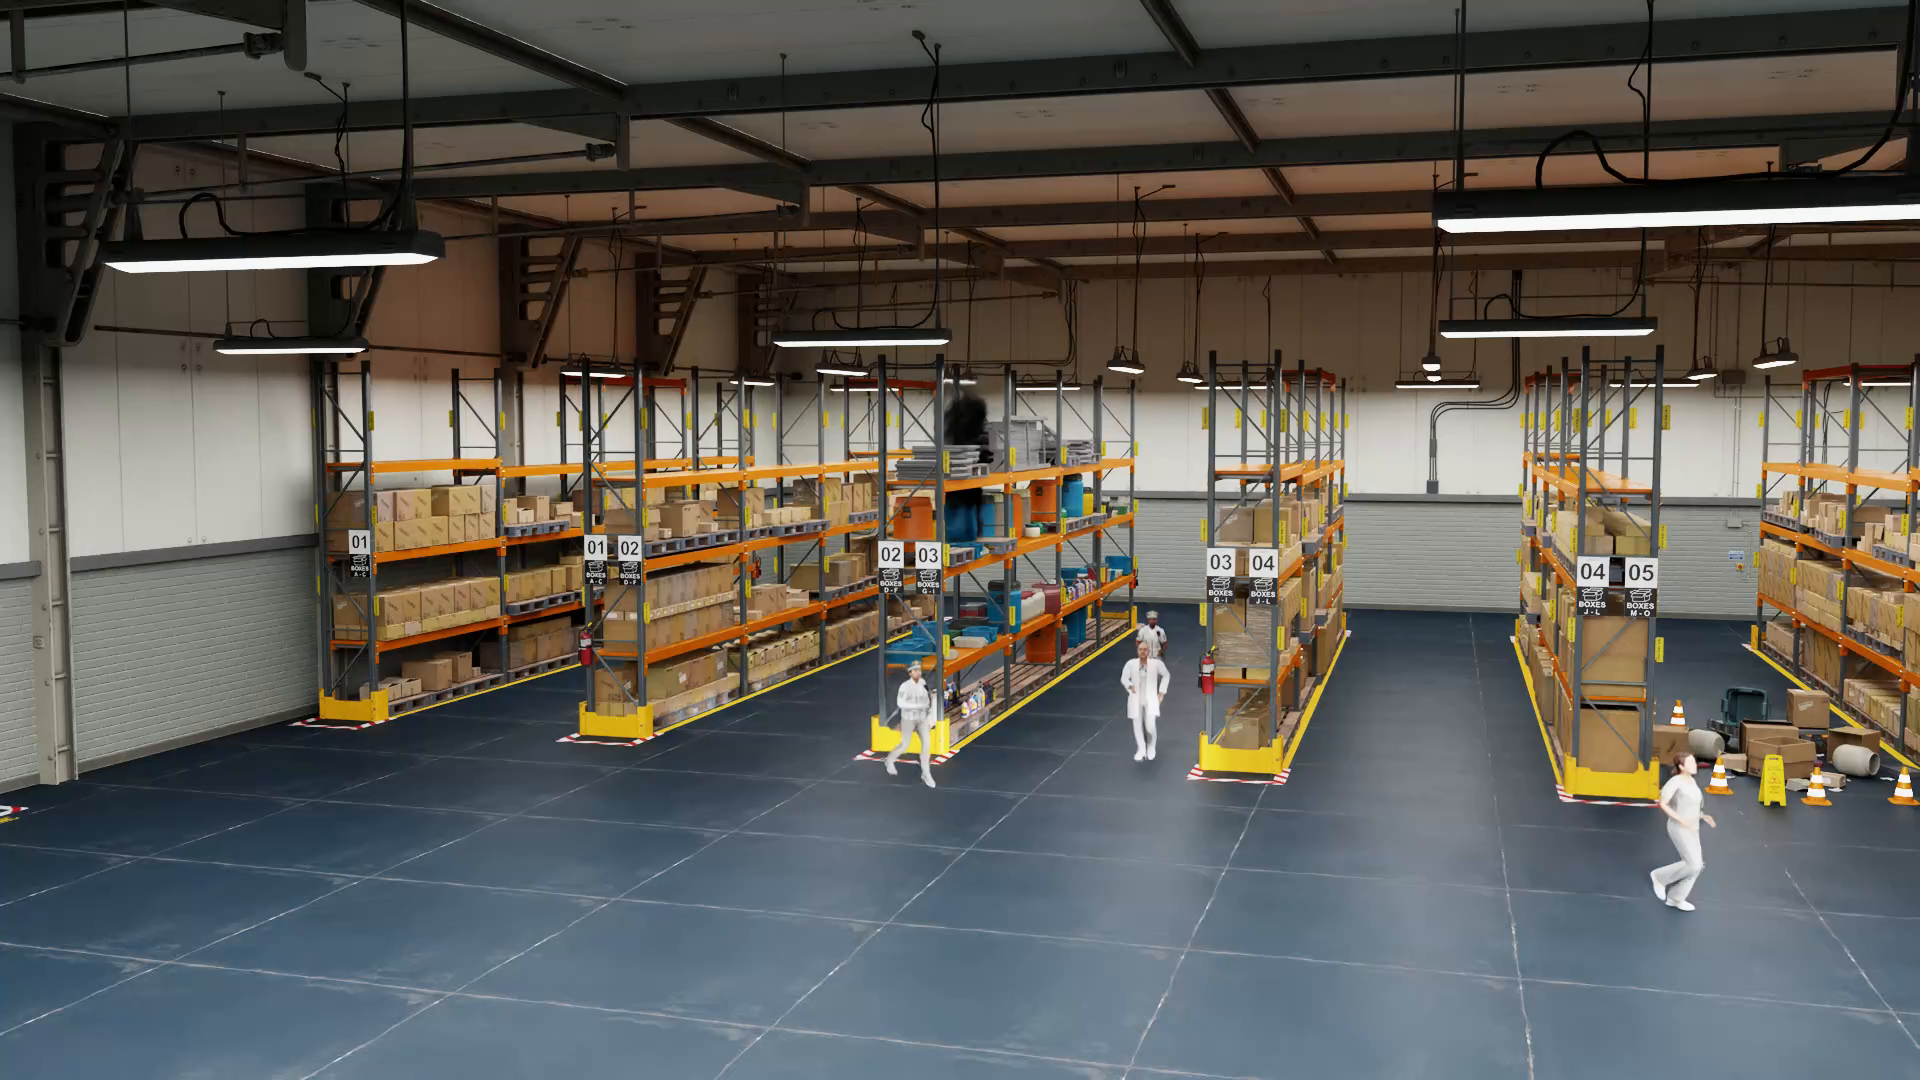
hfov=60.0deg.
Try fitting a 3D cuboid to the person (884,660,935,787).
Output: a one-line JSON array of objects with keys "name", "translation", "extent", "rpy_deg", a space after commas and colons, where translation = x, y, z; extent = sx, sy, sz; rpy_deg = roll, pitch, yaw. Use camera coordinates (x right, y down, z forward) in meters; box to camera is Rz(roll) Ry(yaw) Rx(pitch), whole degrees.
[{"name": "person", "translation": [-0.661, 2.508, 23.070], "extent": [0.620, 1.727, 0.926], "rpy_deg": [-3, 5, -36]}]

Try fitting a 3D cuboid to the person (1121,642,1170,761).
[{"name": "person", "translation": [2.704, 2.380, 24.404], "extent": [0.712, 1.753, 0.657], "rpy_deg": [1, 4, 12]}]

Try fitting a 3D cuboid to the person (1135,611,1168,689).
[{"name": "person", "translation": [3.395, 2.081, 29.460], "extent": [0.575, 1.661, 0.560], "rpy_deg": [0, 4, 3]}]

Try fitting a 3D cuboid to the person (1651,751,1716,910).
[{"name": "person", "translation": [7.427, 2.971, 17.030], "extent": [0.546, 1.624, 0.503], "rpy_deg": [-3, 5, -39]}]
